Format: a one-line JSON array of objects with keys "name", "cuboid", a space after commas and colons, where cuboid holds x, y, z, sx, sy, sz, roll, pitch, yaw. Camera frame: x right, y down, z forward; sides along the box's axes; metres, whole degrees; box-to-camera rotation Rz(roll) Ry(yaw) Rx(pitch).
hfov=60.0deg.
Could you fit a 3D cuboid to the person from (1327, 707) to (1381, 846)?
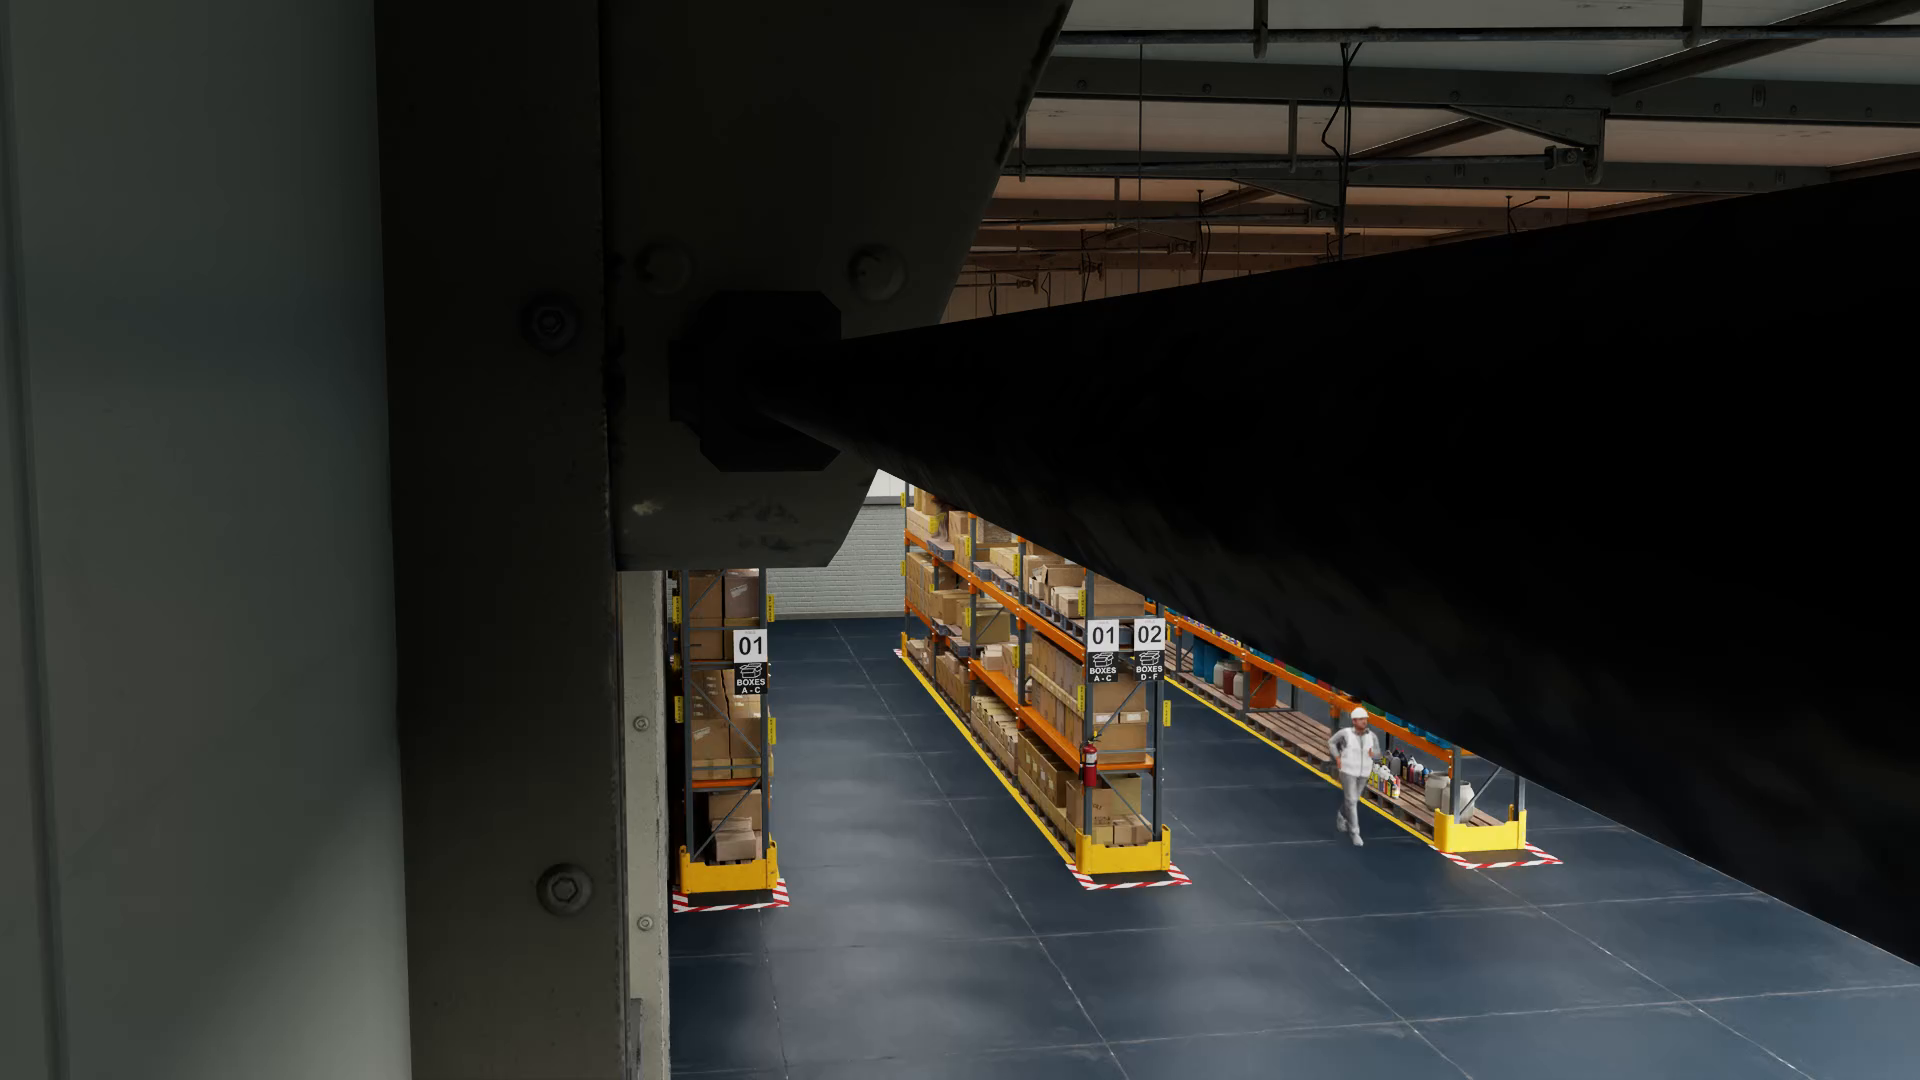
[{"name": "person", "cuboid": [5.302, 3.105, 22.189, 0.652, 1.753, 0.972, -2, 6, -14]}]
